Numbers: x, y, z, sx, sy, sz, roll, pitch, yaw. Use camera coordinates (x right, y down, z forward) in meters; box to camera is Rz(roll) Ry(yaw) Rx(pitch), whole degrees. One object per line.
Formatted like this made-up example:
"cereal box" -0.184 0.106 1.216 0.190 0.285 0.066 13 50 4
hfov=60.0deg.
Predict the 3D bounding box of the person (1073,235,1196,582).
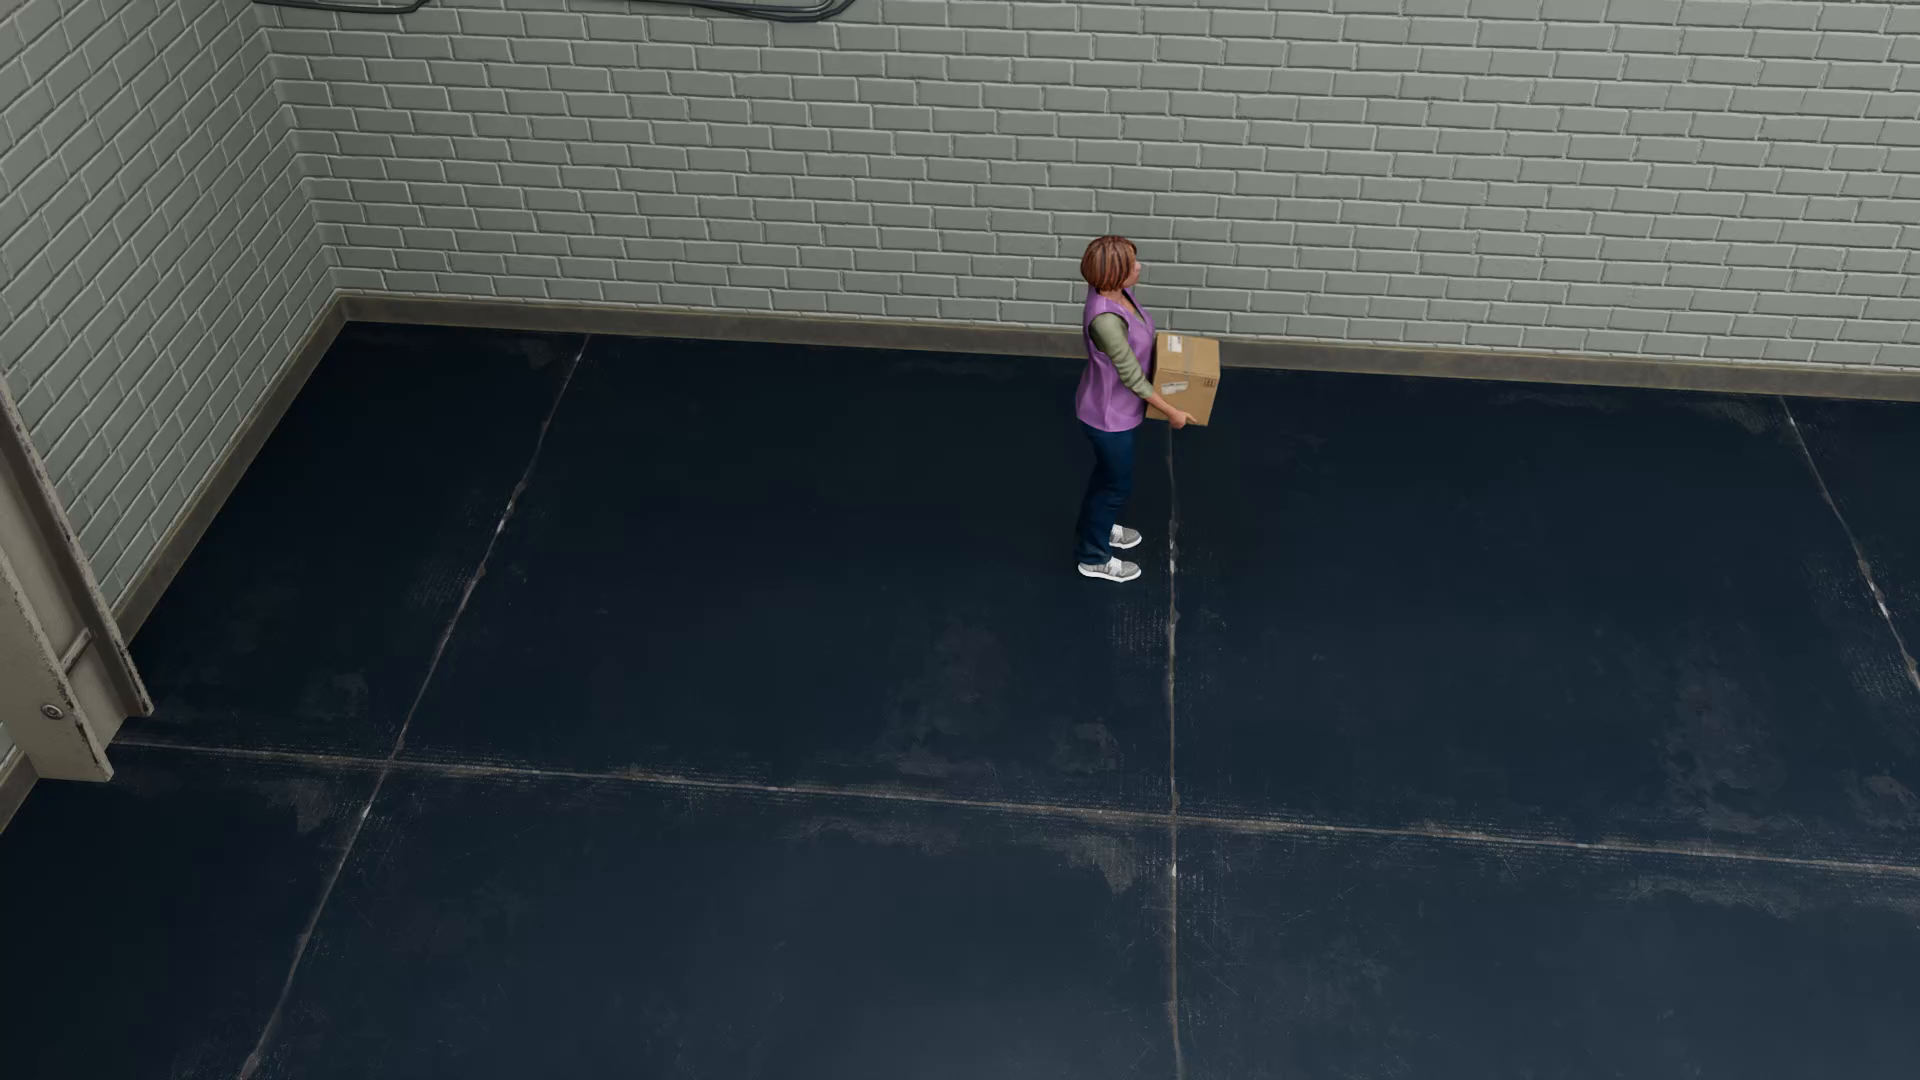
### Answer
"person" 0.709 -0.526 6.782 0.492 1.588 0.406 3 41 4
